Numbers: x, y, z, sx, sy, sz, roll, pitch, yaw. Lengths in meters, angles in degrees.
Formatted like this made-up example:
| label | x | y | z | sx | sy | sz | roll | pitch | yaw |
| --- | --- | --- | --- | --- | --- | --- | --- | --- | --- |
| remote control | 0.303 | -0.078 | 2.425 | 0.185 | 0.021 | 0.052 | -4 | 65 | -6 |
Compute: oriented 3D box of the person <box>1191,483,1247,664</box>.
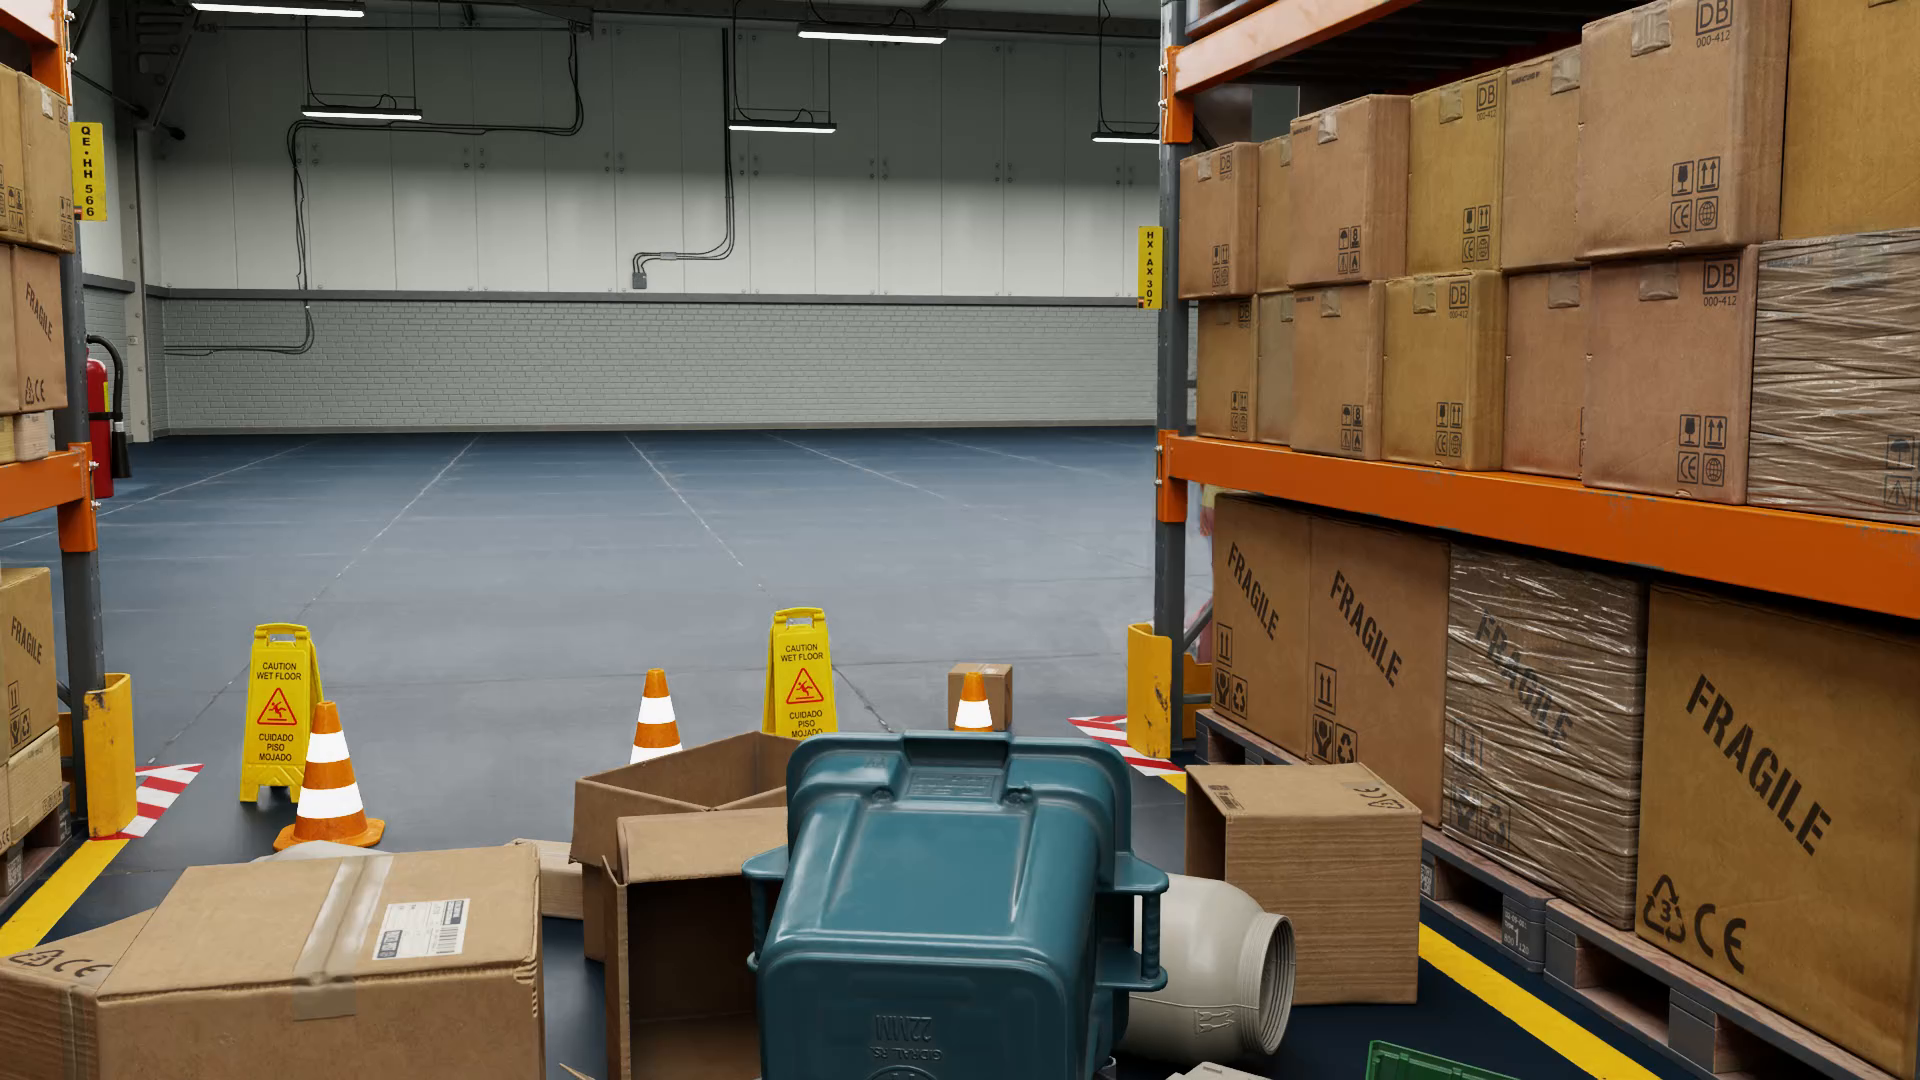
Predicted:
| label | x | y | z | sx | sy | sz | roll | pitch | yaw |
| --- | --- | --- | --- | --- | --- | --- | --- | --- | --- |
| person | 1.344 | -0.115 | 8.018 | 0.430 | 1.688 | 0.489 | 0 | 6 | -2 |
